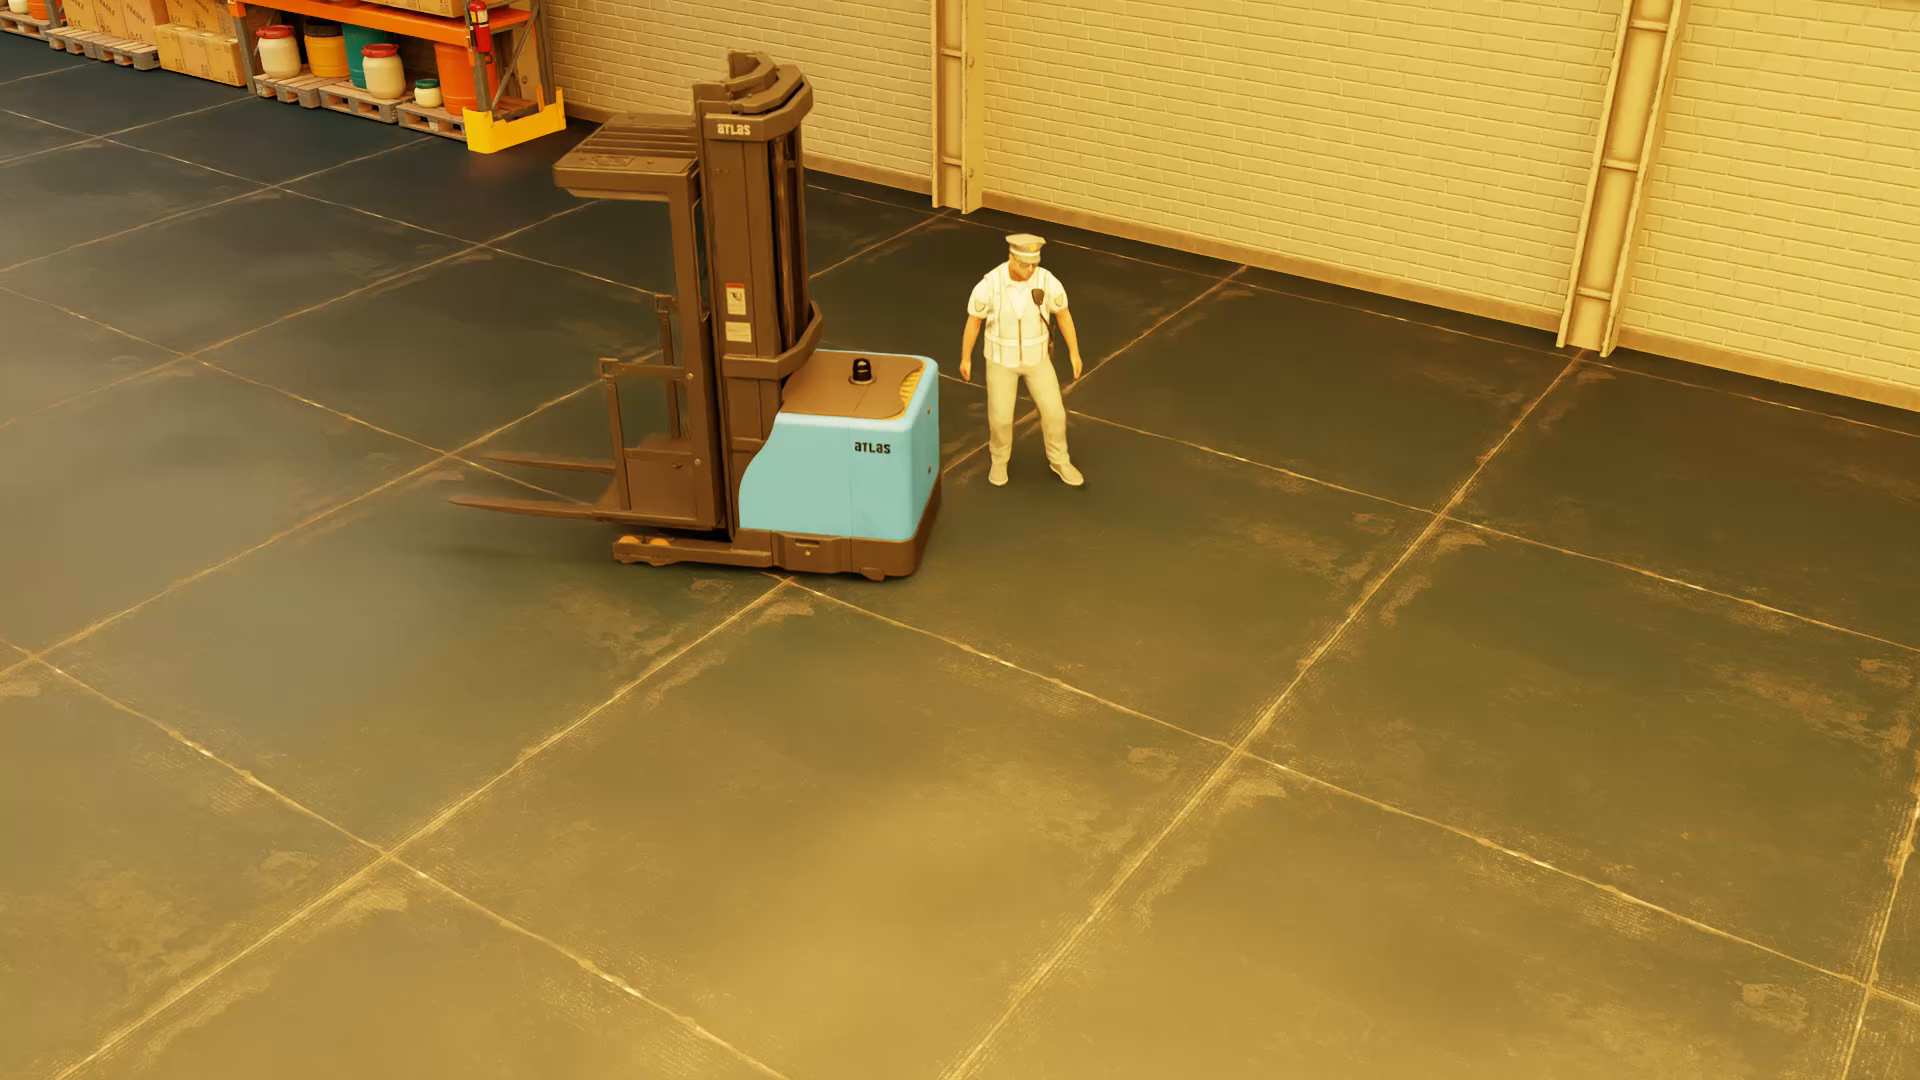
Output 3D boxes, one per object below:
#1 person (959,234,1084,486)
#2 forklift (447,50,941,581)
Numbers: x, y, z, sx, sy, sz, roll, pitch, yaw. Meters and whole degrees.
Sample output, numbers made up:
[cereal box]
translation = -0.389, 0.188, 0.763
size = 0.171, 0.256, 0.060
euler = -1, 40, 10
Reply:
[person]
translation = 0.408, -1.178, 10.816
size = 0.818, 1.724, 0.409
euler = -3, 30, -6
[forklift]
translation = -1.686, -1.362, 9.927
size = 3.031, 2.935, 1.130
euler = 5, 30, 8
